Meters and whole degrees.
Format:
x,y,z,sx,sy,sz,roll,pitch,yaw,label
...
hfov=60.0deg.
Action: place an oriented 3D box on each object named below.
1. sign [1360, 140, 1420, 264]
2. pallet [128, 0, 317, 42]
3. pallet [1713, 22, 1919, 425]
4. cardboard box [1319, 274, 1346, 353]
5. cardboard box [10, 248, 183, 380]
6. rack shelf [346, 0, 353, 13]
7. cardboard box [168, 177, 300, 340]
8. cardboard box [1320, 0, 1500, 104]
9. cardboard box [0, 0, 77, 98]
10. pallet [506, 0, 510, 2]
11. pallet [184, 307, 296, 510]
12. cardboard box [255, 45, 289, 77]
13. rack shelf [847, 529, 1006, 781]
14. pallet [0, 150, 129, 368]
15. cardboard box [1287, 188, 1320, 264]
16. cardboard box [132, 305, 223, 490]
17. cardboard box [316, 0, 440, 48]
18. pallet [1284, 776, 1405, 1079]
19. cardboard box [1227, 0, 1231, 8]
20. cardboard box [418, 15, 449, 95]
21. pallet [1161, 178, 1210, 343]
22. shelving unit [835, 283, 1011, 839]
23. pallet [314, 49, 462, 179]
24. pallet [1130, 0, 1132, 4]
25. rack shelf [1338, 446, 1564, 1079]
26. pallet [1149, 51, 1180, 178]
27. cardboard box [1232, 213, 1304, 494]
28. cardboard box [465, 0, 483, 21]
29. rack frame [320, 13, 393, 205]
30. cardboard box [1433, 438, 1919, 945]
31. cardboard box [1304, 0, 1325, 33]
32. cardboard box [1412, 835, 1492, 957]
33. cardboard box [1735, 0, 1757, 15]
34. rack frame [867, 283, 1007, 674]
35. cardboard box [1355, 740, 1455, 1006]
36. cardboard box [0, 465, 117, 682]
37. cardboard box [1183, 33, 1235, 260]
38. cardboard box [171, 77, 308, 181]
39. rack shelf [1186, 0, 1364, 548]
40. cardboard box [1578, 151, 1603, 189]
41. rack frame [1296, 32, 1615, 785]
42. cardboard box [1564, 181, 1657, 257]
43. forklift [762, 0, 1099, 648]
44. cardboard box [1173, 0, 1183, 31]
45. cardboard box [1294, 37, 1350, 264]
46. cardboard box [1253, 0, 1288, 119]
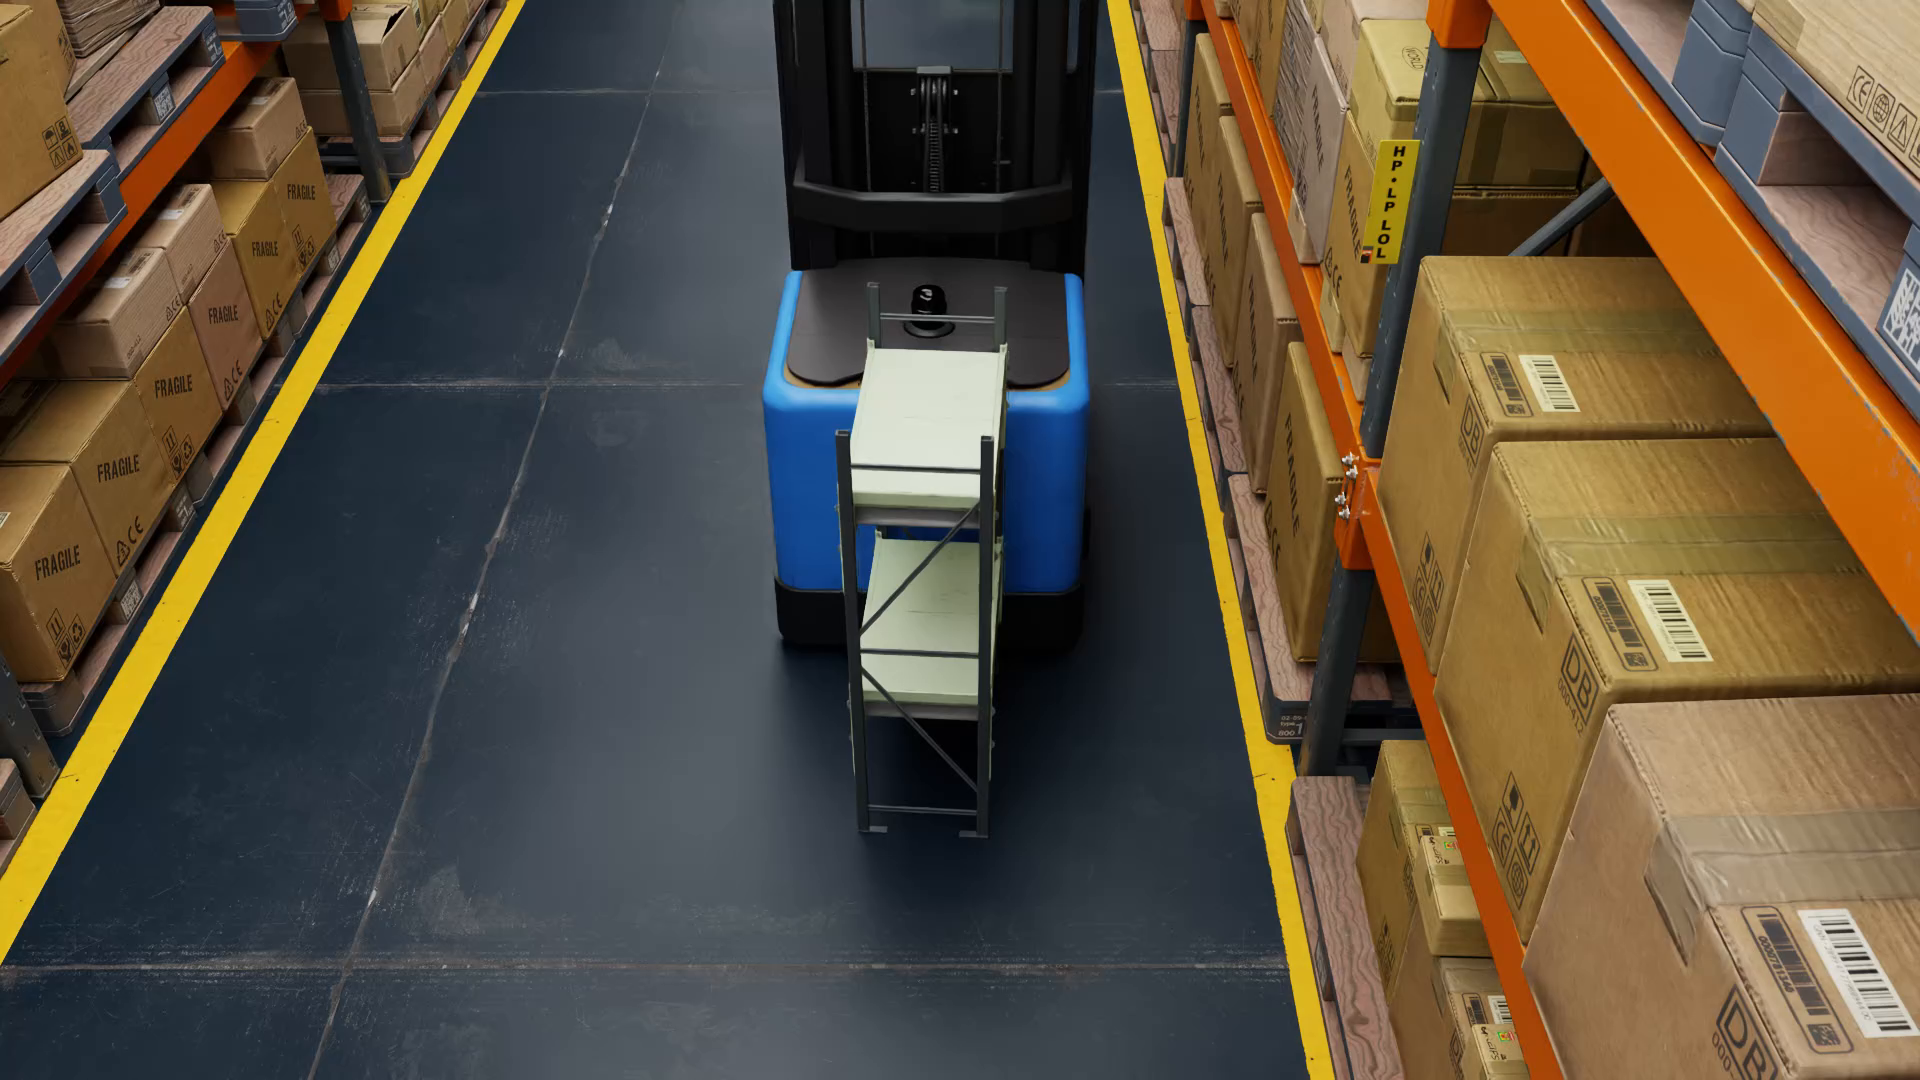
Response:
x,y,z,sx,sy,sz,roll,pitch,yaw,label
1.036,-0.809,3.999,0.100,0.325,0.005,0,39,0,sign
-3.309,-2.392,6.989,1.213,0.211,1.003,0,39,0,pallet
1.567,-0.258,1.846,1.003,0.211,1.213,0,39,0,pallet
1.271,-0.674,4.877,0.380,0.149,0.250,1,39,1,cardboard box
-3.134,-0.806,5.905,0.500,0.250,0.500,0,39,0,cardboard box
-3.382,-3.861,9.244,1.077,0.370,4.000,0,39,0,rack shelf
-3.144,-1.178,6.969,0.500,0.500,0.500,-1,39,-2,cardboard box
1.331,-1.462,4.743,0.500,0.250,0.500,1,39,1,cardboard box
-3.439,-1.697,5.553,0.700,0.500,0.500,-9,40,-11,cardboard box
-3.345,-3.843,10.877,1.003,0.211,1.213,0,39,0,pallet
-3.419,-0.574,6.798,1.003,0.211,1.213,0,39,0,pallet
-3.627,-2.528,8.420,0.500,0.311,0.500,1,39,1,cardboard box
-0.090,0.343,5.140,0.431,0.370,0.720,2,39,3,rack shelf
-3.267,-0.814,5.021,1.003,0.211,1.213,0,39,0,pallet
1.256,-1.001,5.285,0.380,0.149,0.250,0,39,0,cardboard box
-3.137,-0.534,6.165,0.500,0.500,0.500,0,39,0,cardboard box
-3.096,-2.856,8.830,0.500,0.311,0.500,-1,39,-1,cardboard box
1.501,1.169,4.623,1.003,0.211,1.213,0,39,0,pallet
1.310,-2.428,6.547,0.500,0.500,0.500,1,39,1,cardboard box
-3.088,-2.624,8.988,0.500,0.250,0.500,-1,39,-1,cardboard box
1.499,-1.315,7.722,1.003,0.211,1.213,0,39,0,pallet
-0.090,0.090,4.935,0.431,1.500,0.755,2,39,3,shelving unit
-3.342,-2.317,8.973,1.003,0.211,1.213,0,39,0,pallet
1.571,-3.823,10.852,1.003,0.211,1.213,0,39,0,pallet
1.580,1.136,3.009,1.077,0.370,4.000,0,39,0,rack shelf
1.574,-2.297,8.947,1.003,0.211,1.213,0,39,0,pallet
1.443,-0.682,6.086,0.750,0.750,0.750,1,39,1,cardboard box
-3.095,-3.269,9.794,0.500,0.250,0.500,1,39,1,cardboard box
-3.380,-2.891,7.458,1.000,3.000,0.127,0,39,0,rack frame
1.558,0.284,3.258,0.980,0.700,0.700,-1,39,-1,cardboard box
1.330,-1.781,5.141,0.500,0.250,0.500,1,39,1,cardboard box
1.294,0.845,3.941,0.380,0.149,0.250,1,39,1,cardboard box
1.302,-0.959,2.354,0.500,0.250,0.500,-1,39,-1,cardboard box
-0.066,-0.140,5.219,0.400,1.500,0.023,2,39,3,rack frame
1.477,0.884,4.411,0.700,0.500,0.500,0,39,1,cardboard box
-3.132,0.112,5.359,0.500,0.500,0.500,-2,39,-2,cardboard box
1.443,-1.761,7.433,0.750,0.750,0.750,-1,39,-1,cardboard box
-3.140,-1.760,7.094,0.500,0.250,0.500,1,39,2,cardboard box
1.576,-1.365,6.130,1.077,0.370,4.000,0,39,0,rack shelf
1.838,-1.138,4.338,0.500,0.250,0.500,1,39,1,cardboard box
1.578,-0.395,4.344,1.000,3.000,0.127,0,39,0,rack frame
1.830,-0.846,4.573,0.500,0.500,0.500,-1,39,-2,cardboard box
-0.076,-1.670,5.990,1.130,2.935,3.031,1,39,1,forklift
1.607,-3.176,9.461,0.700,0.500,0.500,0,39,0,cardboard box
1.315,-1.165,4.972,0.500,0.500,0.500,0,39,0,cardboard box
1.317,-1.792,5.754,0.500,0.500,0.500,1,39,1,cardboard box
